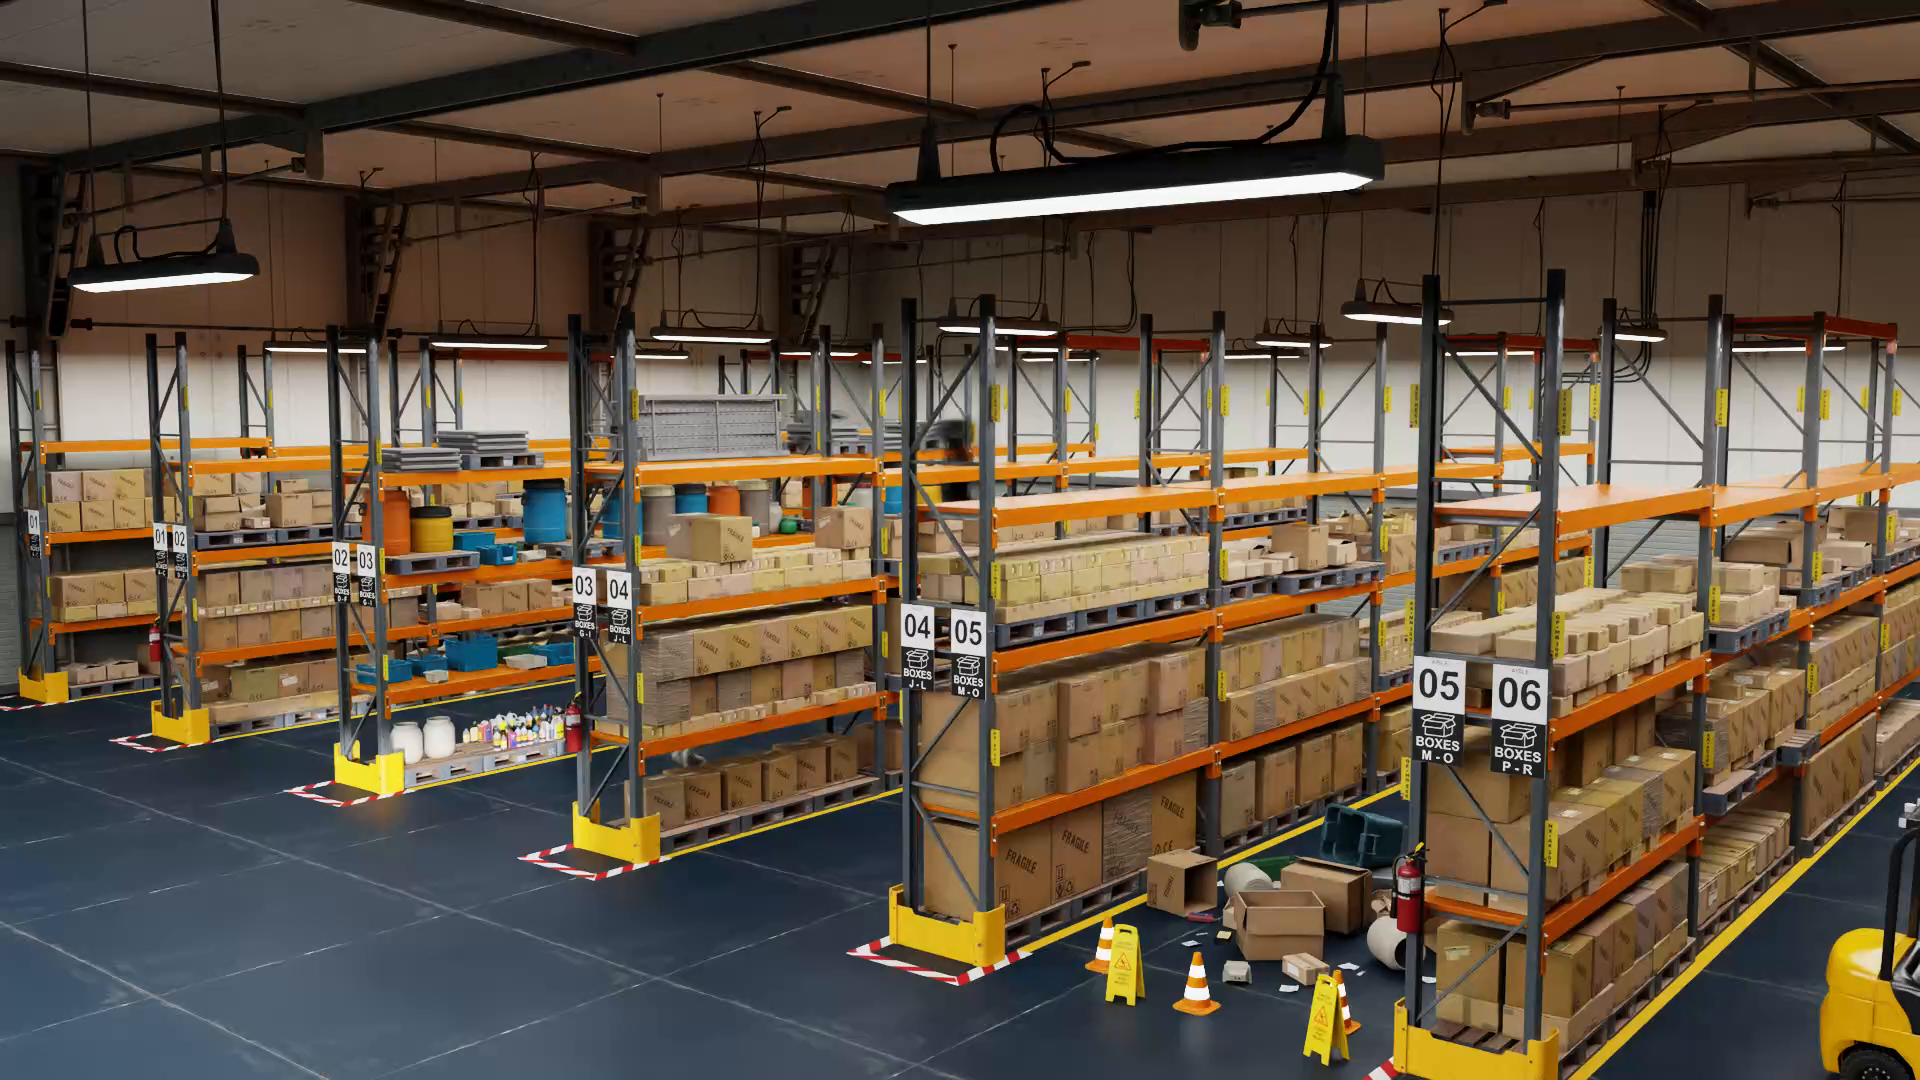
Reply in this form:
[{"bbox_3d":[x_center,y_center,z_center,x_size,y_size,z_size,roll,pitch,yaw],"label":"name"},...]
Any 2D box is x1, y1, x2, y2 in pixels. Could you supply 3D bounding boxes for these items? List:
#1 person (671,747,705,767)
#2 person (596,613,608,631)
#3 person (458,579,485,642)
[{"bbox_3d":[-3.508,2.429,21.526,0.618,1.620,0.556,2,6,25],"label":"person"},{"bbox_3d":[-7.324,1.246,34.234,0.597,1.718,0.677,3,6,28],"label":"person"},{"bbox_3d":[-9.387,1.443,32.146,0.518,1.713,0.804,3,6,33],"label":"person"}]
